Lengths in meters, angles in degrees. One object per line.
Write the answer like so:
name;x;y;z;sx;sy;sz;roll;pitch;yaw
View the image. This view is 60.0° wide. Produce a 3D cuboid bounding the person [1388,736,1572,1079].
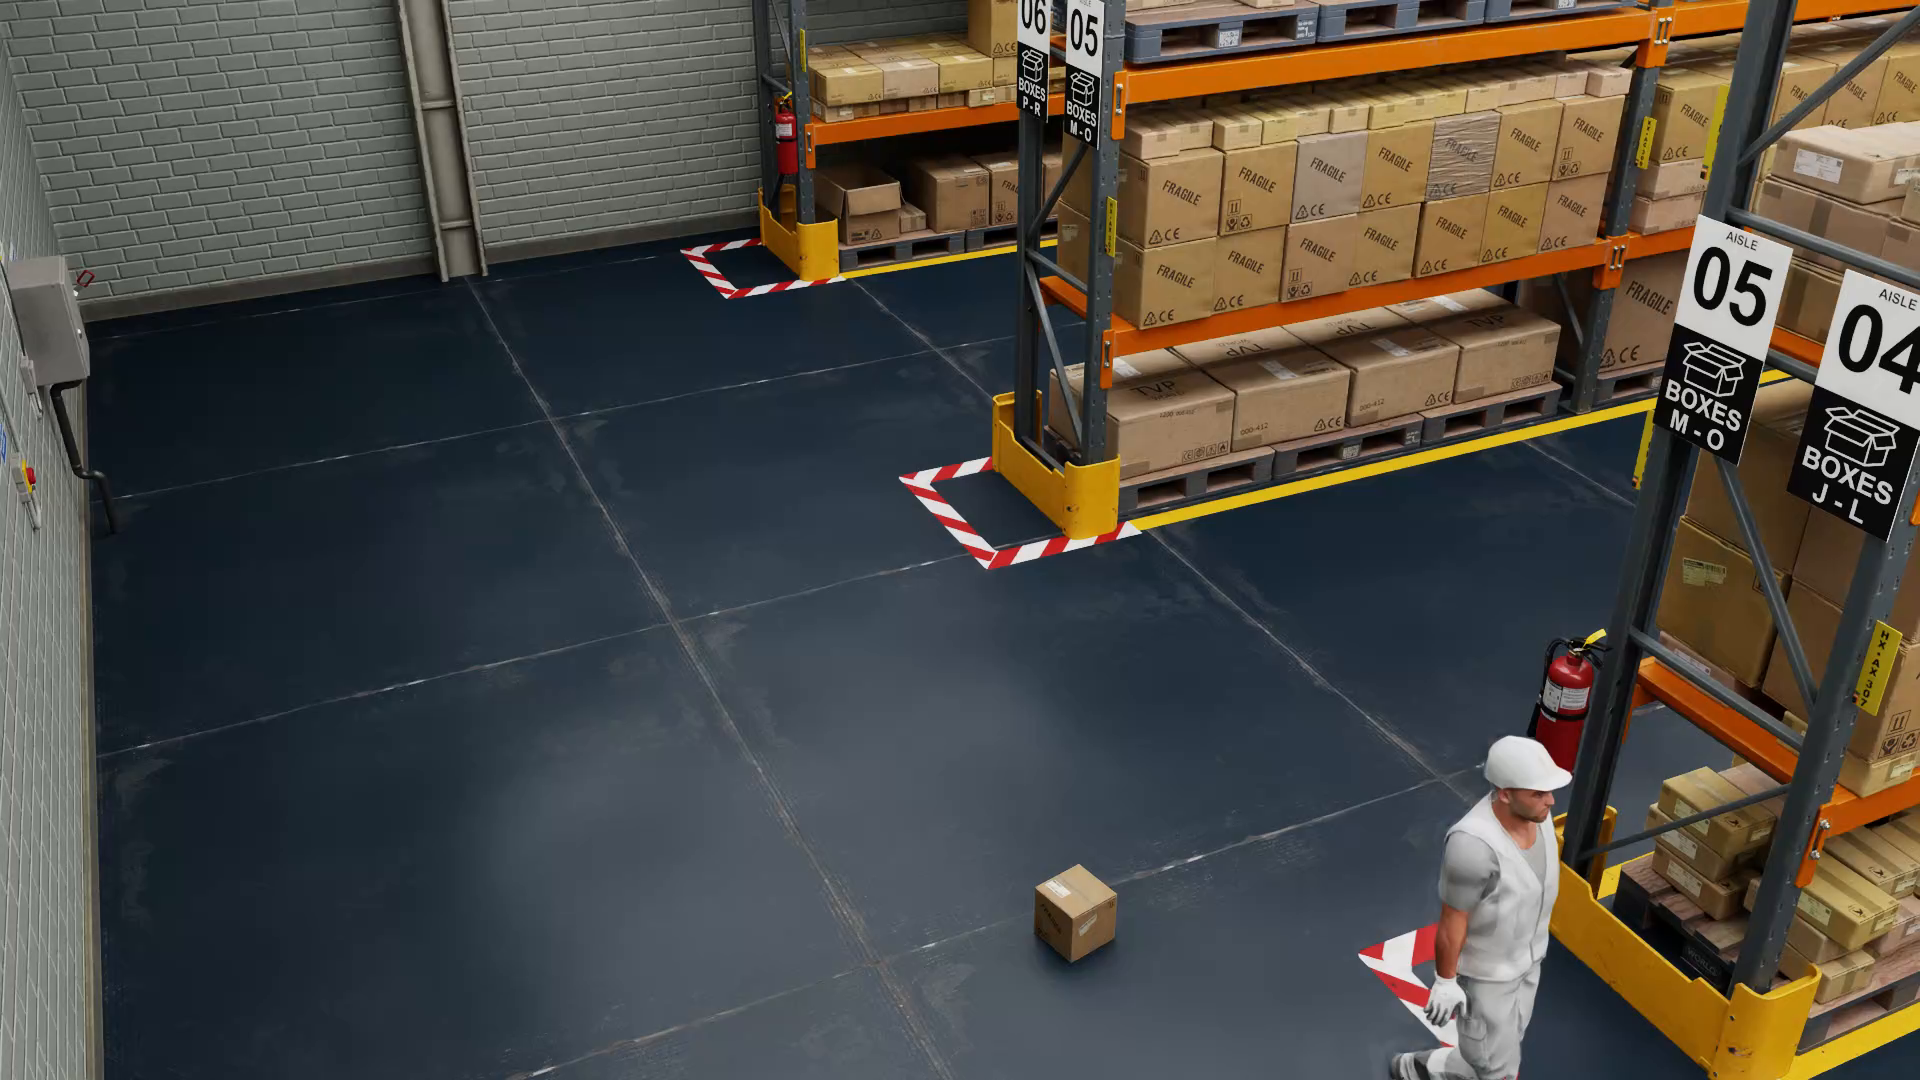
person;1.834;1.441;5.787;0.594;1.780;0.494;-24;37;-36
